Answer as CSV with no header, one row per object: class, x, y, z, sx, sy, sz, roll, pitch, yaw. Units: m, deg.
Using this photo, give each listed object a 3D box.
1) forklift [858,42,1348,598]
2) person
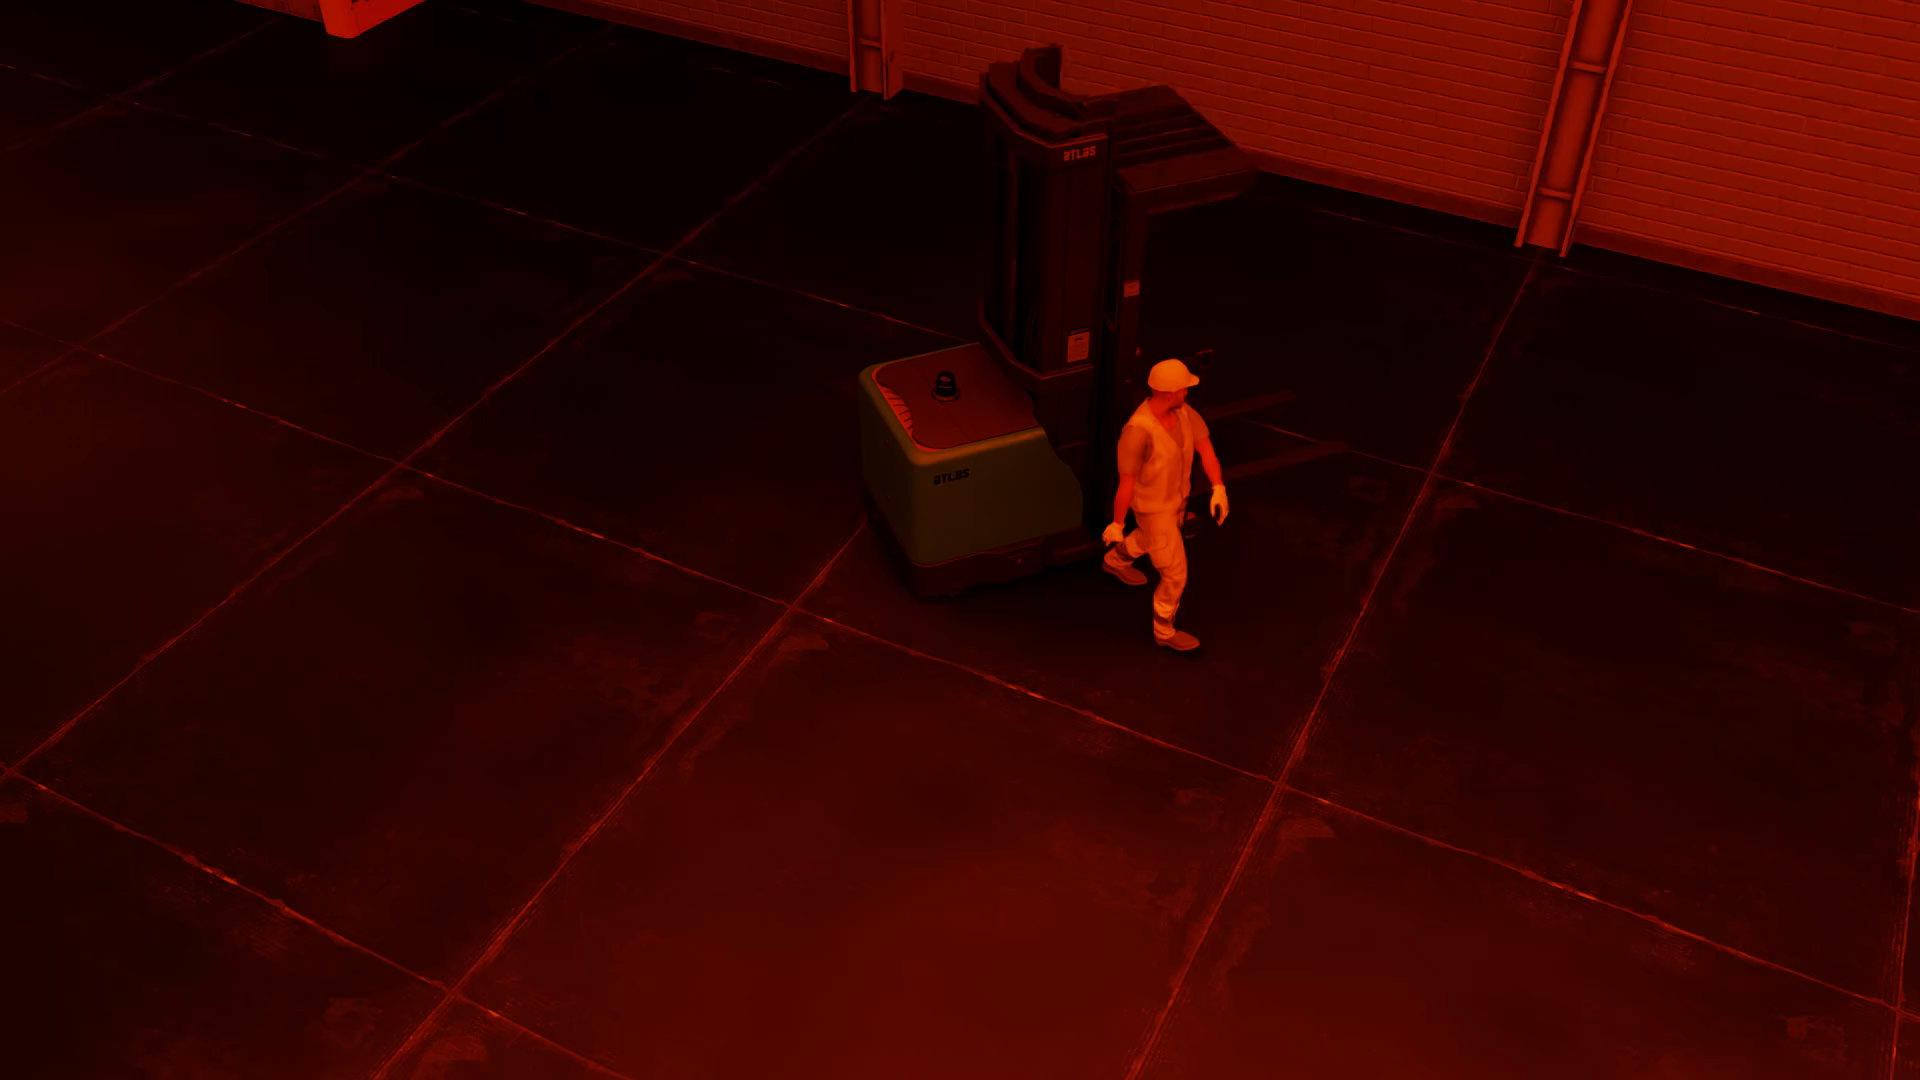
forklift,0.954,-1.385,9.630,3.031,2.935,1.130,-15,42,-17
person,1.088,-0.194,9.192,0.833,1.706,0.699,23,45,25
